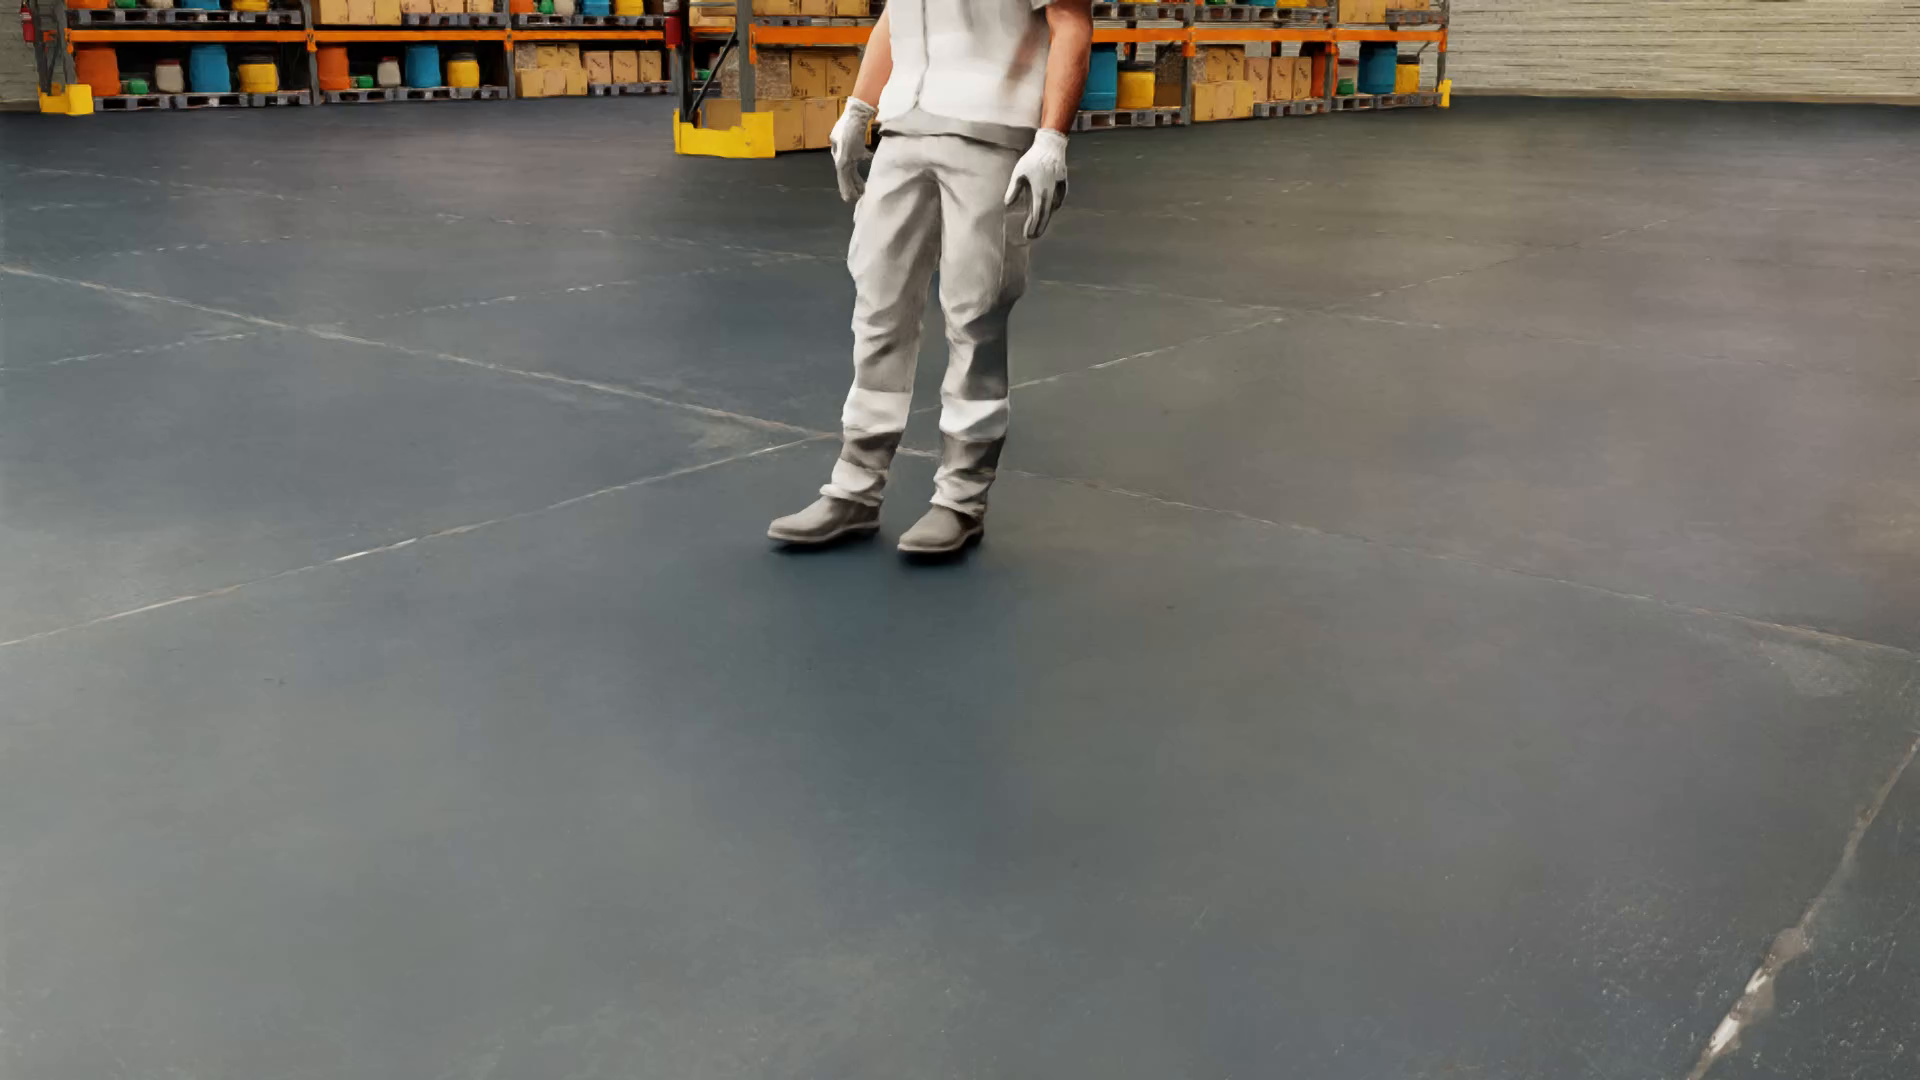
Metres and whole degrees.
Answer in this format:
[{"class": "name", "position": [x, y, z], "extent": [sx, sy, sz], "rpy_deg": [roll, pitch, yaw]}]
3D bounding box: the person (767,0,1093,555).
[{"class": "person", "position": [-0.060, -0.847, 3.627], "extent": [0.637, 1.787, 0.563], "rpy_deg": [13, 21, 37]}]
